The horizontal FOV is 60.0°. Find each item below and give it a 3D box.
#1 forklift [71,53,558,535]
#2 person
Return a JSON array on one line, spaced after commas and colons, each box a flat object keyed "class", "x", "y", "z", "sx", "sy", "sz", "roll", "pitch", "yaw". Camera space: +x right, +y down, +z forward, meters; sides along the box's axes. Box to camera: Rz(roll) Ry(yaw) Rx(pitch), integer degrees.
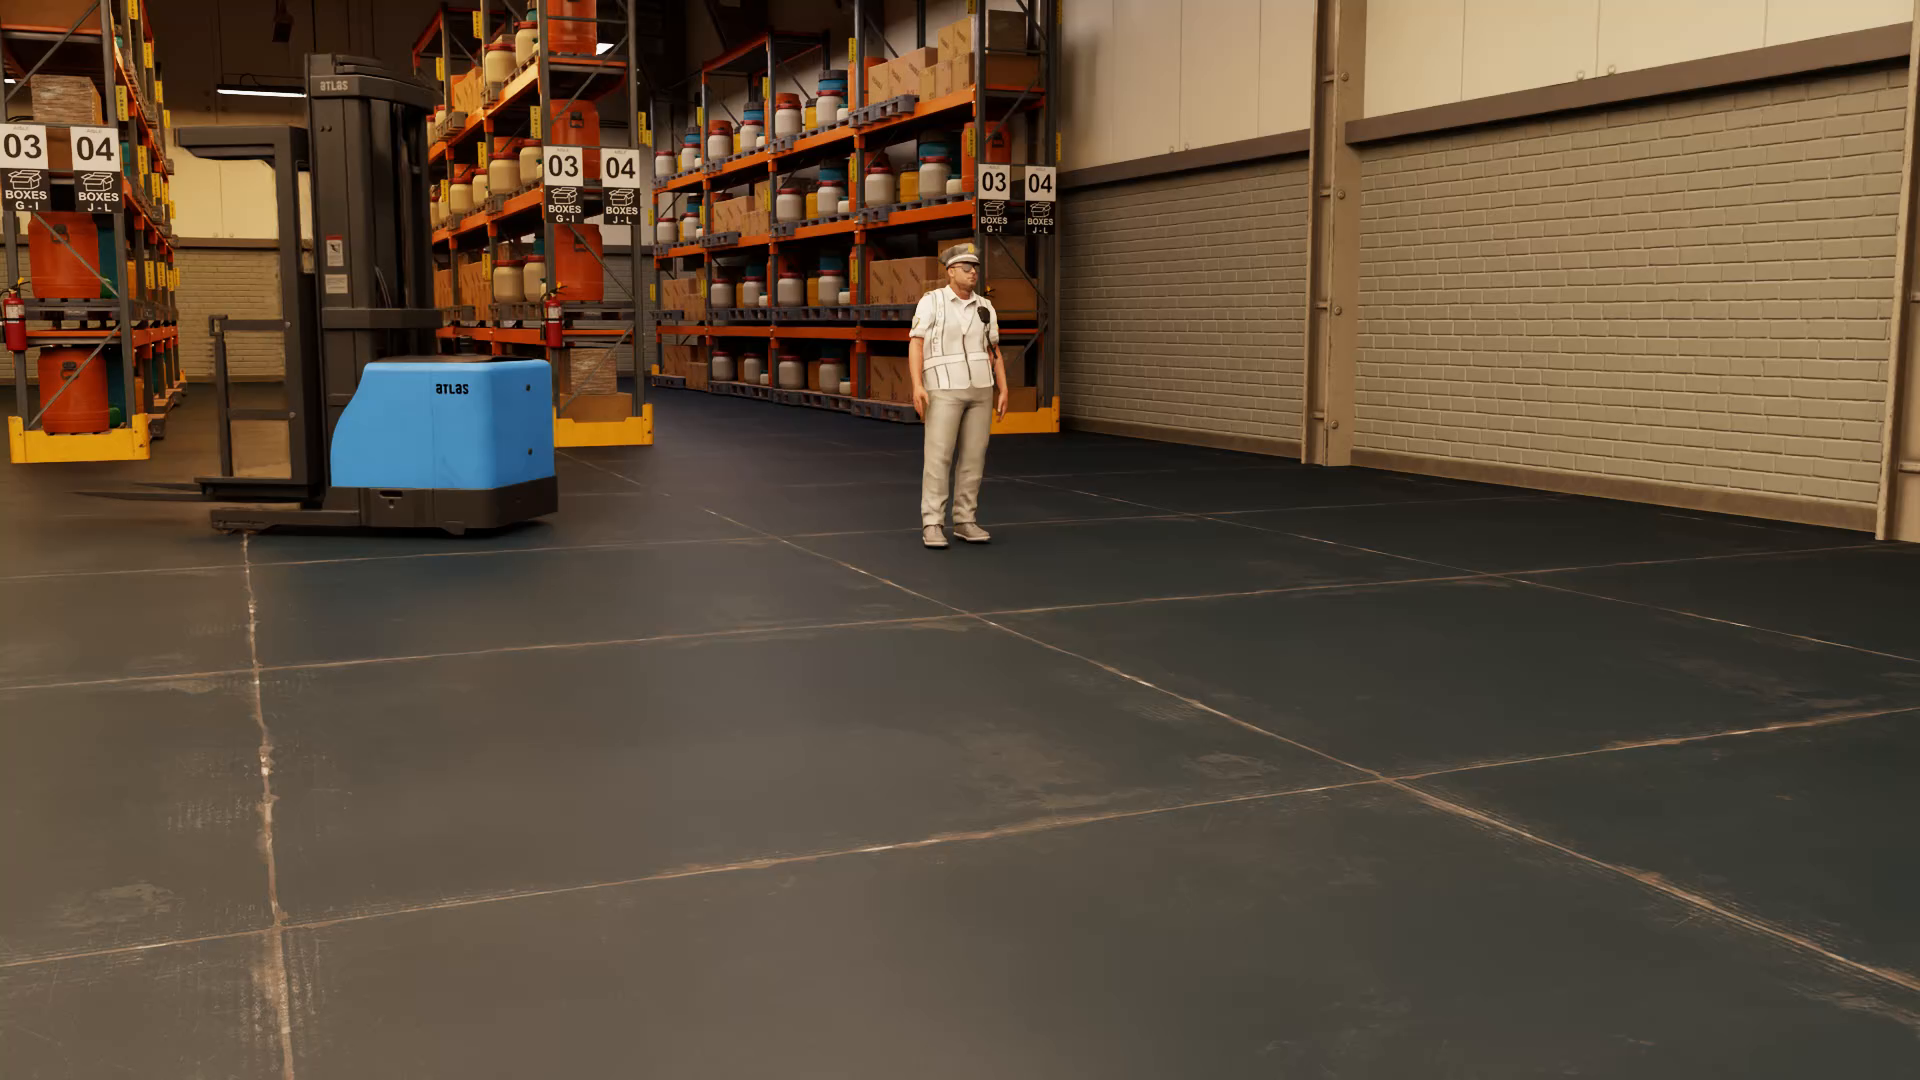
[{"class": "forklift", "x": -4.238, "y": -1.551, "z": 10.705, "sx": 3.031, "sy": 2.935, "sz": 1.130, "roll": 1, "pitch": 8, "yaw": 10}, {"class": "person", "x": 0.020, "y": -0.880, "z": 9.961, "sx": 0.640, "sy": 1.781, "sz": 0.575, "roll": -3, "pitch": 8, "yaw": -23}]
